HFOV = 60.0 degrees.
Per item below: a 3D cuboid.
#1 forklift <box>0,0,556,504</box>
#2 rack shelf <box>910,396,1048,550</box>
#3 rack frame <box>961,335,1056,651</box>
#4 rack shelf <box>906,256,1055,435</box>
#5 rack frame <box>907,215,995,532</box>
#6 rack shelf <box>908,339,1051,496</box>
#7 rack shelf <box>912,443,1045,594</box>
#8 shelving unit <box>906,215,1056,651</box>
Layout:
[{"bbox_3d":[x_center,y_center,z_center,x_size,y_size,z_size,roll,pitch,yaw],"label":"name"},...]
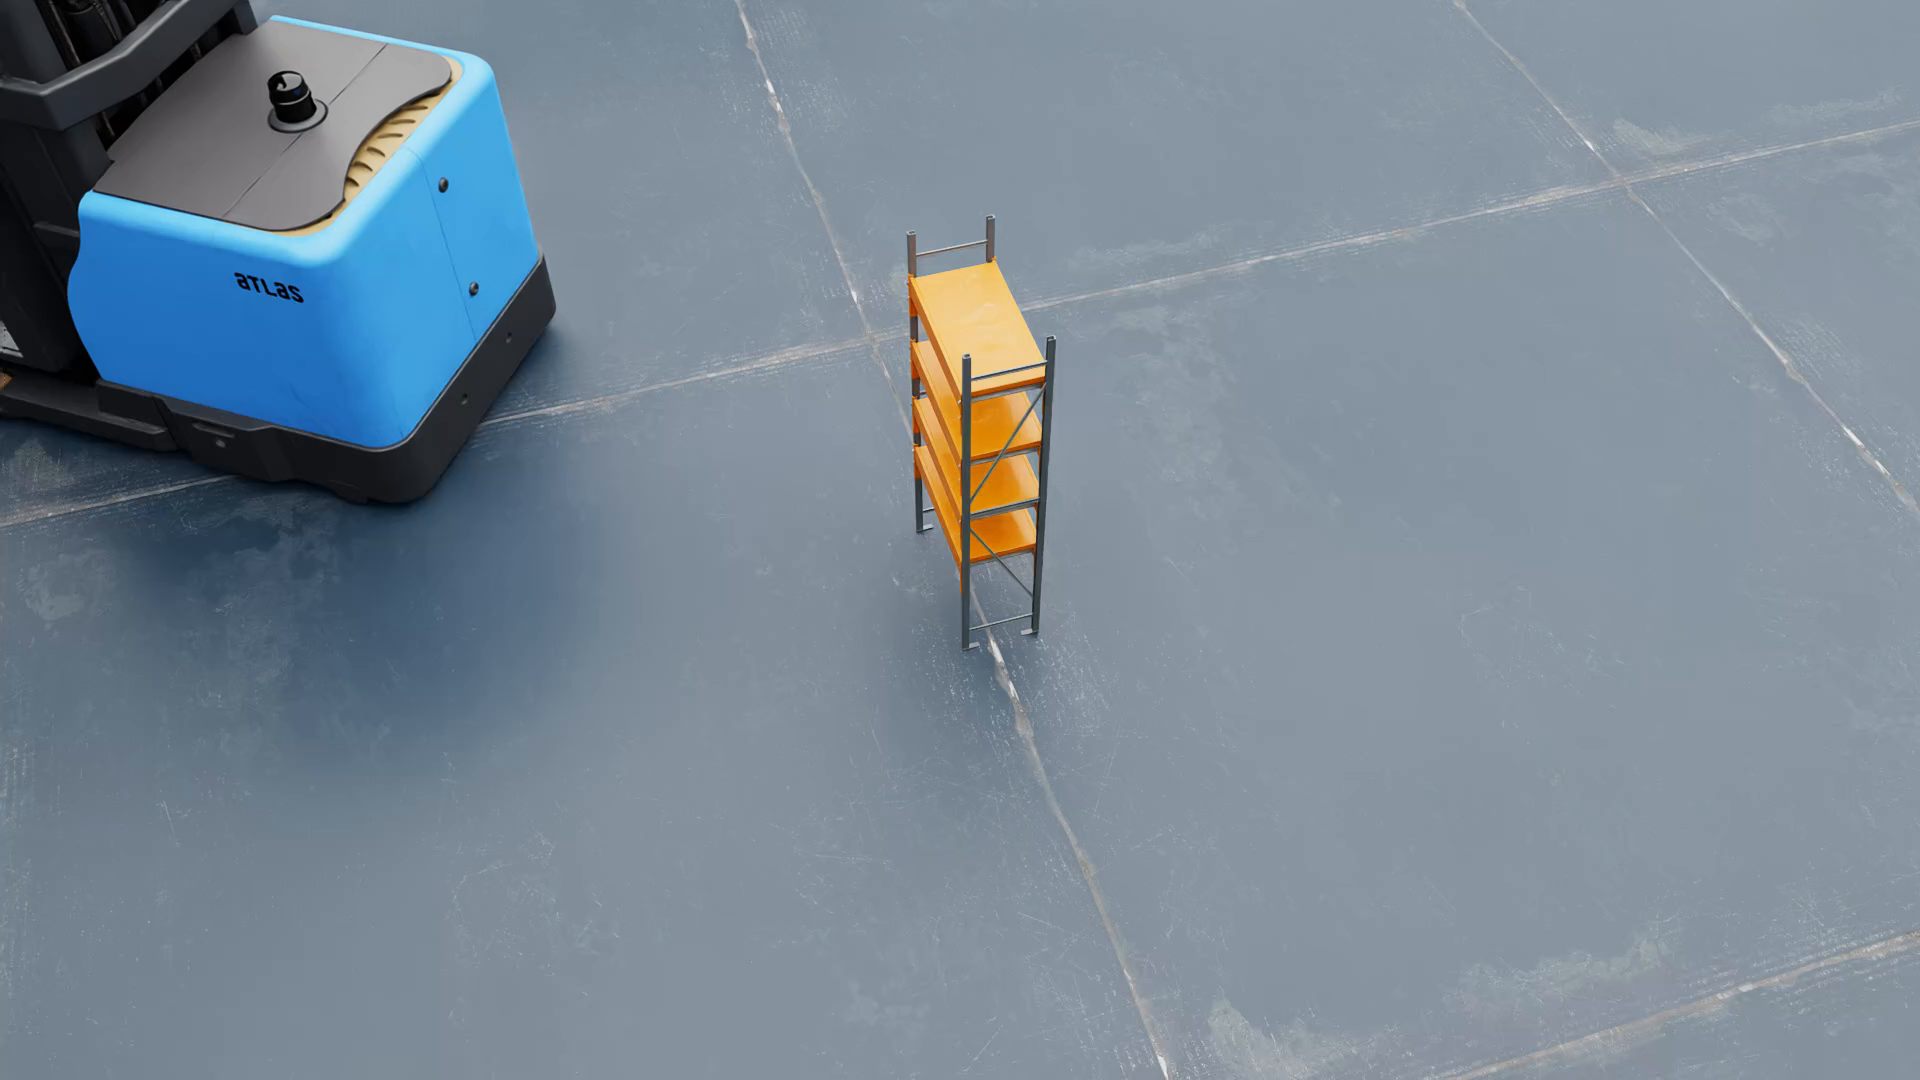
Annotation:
[{"bbox_3d":[-2.992,-1.731,4.792,3.031,2.935,1.130,14,51,11],"label":"forklift"},{"bbox_3d":[0.049,-0.222,4.741,0.258,0.148,0.480,-13,51,-11],"label":"rack shelf"},{"bbox_3d":[0.121,-0.088,4.539,0.240,1.200,0.015,-13,51,-11],"label":"rack frame"},{"bbox_3d":[0.049,-0.519,4.389,0.258,0.148,0.480,-13,51,-11],"label":"rack shelf"},{"bbox_3d":[-0.023,-0.444,4.840,0.240,1.200,0.015,-13,51,-11],"label":"rack frame"},{"bbox_3d":[0.049,-0.367,4.570,0.258,0.148,0.480,-13,51,-11],"label":"rack shelf"},{"bbox_3d":[0.049,-0.094,4.893,0.258,0.148,0.480,-13,51,-11],"label":"rack shelf"},{"bbox_3d":[0.049,-0.266,4.689,0.258,1.200,0.503,-13,51,-11],"label":"shelving unit"}]
